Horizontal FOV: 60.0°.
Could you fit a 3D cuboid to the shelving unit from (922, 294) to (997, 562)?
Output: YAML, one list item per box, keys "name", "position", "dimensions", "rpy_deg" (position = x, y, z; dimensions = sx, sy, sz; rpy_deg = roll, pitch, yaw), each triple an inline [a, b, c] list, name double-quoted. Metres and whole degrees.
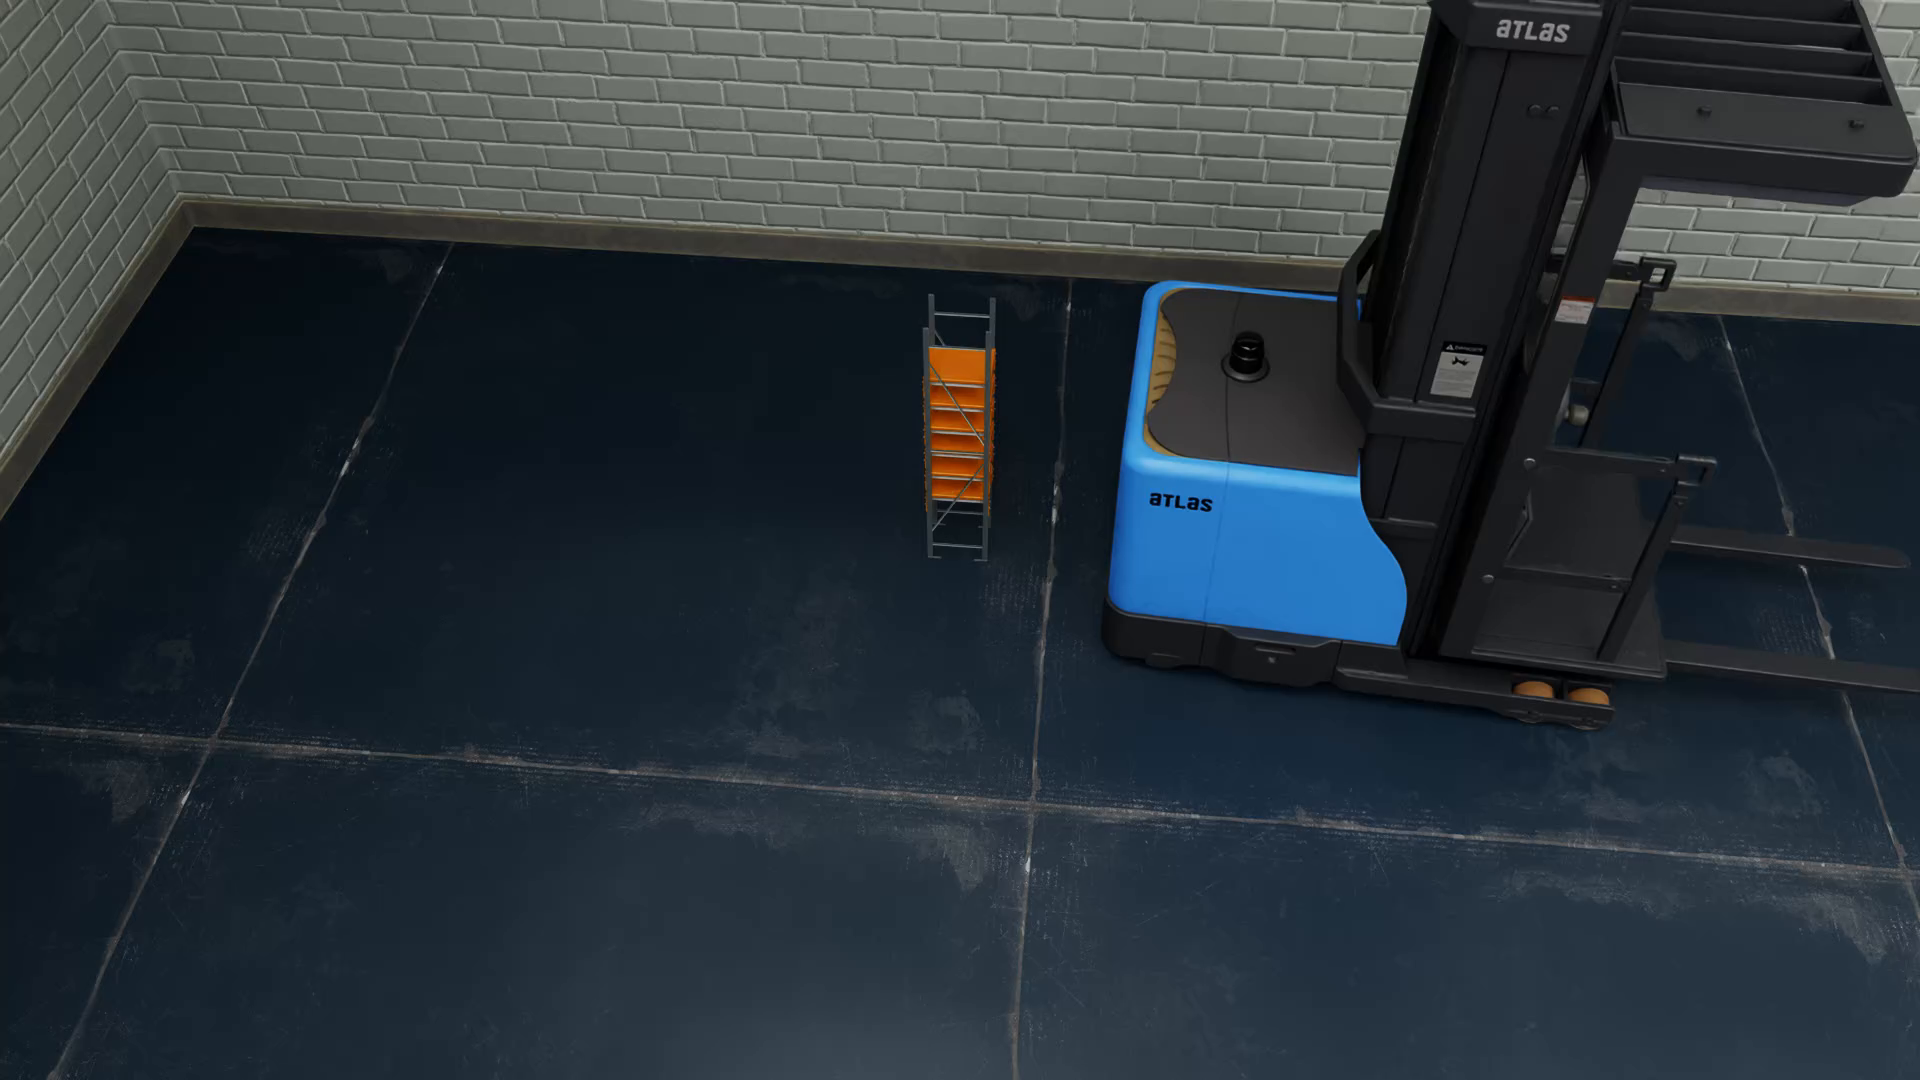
- name: "shelving unit"
  position: [-0.001, -0.394, 6.298]
  dimensions: [0.258, 1.200, 0.189]
  rpy_deg: [4, 48, 4]

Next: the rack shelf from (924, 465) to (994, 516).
- name: "rack shelf"
  position: [-0.001, -0.202, 6.507]
  dimensions: [0.258, 0.103, 0.180]
  rpy_deg: [4, 48, 4]

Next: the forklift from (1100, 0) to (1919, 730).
- name: "forklift"
  position: [2.097, -0.717, 5.420]
  dimensions: [3.031, 2.935, 1.130]
  rpy_deg: [7, 48, 6]

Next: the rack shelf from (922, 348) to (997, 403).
- name: "rack shelf"
  position: [-0.001, -0.607, 6.065]
  dimensions: [0.258, 0.103, 0.180]
  rpy_deg: [4, 48, 4]

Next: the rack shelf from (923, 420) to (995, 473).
- name: "rack shelf"
  position: [-0.001, -0.364, 6.330]
  dimensions: [0.258, 0.103, 0.180]
  rpy_deg: [4, 48, 4]

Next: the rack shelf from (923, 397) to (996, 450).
- name: "rack shelf"
  position: [-0.001, -0.445, 6.242]
  dimensions: [0.258, 0.103, 0.180]
  rpy_deg: [4, 48, 4]

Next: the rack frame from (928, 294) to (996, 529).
- name: "rack frame"
  position: [0.007, -0.462, 6.359]
  dimensions: [0.240, 1.200, 0.006]
  rpy_deg: [4, 48, 4]

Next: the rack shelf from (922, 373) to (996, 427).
- name: "rack shelf"
  position: [-0.001, -0.526, 6.153]
  dimensions: [0.258, 0.103, 0.180]
  rpy_deg: [4, 48, 4]

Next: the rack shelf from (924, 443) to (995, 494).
- name: "rack shelf"
  position: [-0.001, -0.283, 6.419]
  dimensions: [0.258, 0.103, 0.180]
  rpy_deg: [4, 48, 4]

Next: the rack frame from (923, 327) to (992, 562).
- name: "rack frame"
  position: [-0.010, -0.327, 6.236]
  dimensions: [0.240, 1.200, 0.006]
  rpy_deg: [4, 48, 4]
